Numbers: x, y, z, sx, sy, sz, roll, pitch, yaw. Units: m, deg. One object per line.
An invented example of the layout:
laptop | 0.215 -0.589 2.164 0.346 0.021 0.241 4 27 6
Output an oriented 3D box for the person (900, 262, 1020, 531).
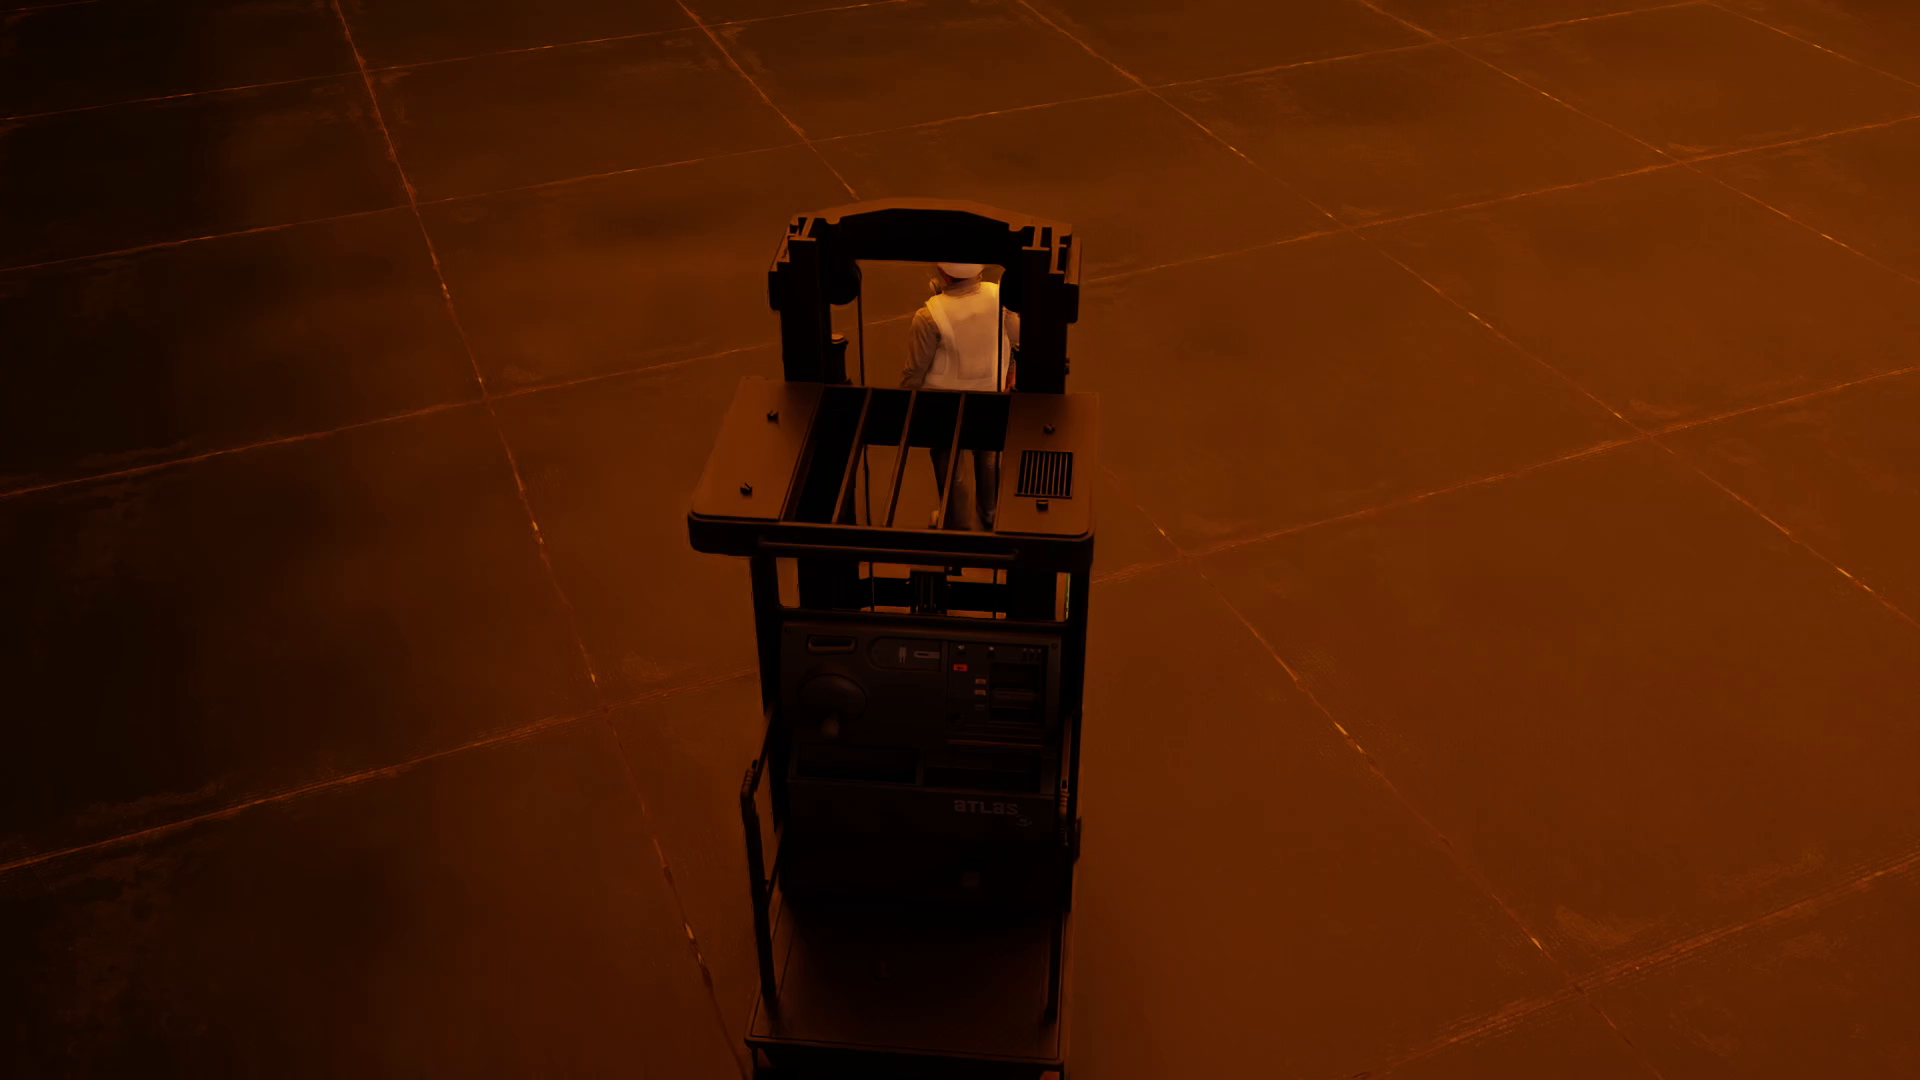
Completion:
person | -0.018 -0.764 8.159 0.633 1.775 0.566 -14 38 -19

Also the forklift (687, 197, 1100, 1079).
forklift | -0.150 0.545 5.333 1.130 2.935 3.031 3 36 4
